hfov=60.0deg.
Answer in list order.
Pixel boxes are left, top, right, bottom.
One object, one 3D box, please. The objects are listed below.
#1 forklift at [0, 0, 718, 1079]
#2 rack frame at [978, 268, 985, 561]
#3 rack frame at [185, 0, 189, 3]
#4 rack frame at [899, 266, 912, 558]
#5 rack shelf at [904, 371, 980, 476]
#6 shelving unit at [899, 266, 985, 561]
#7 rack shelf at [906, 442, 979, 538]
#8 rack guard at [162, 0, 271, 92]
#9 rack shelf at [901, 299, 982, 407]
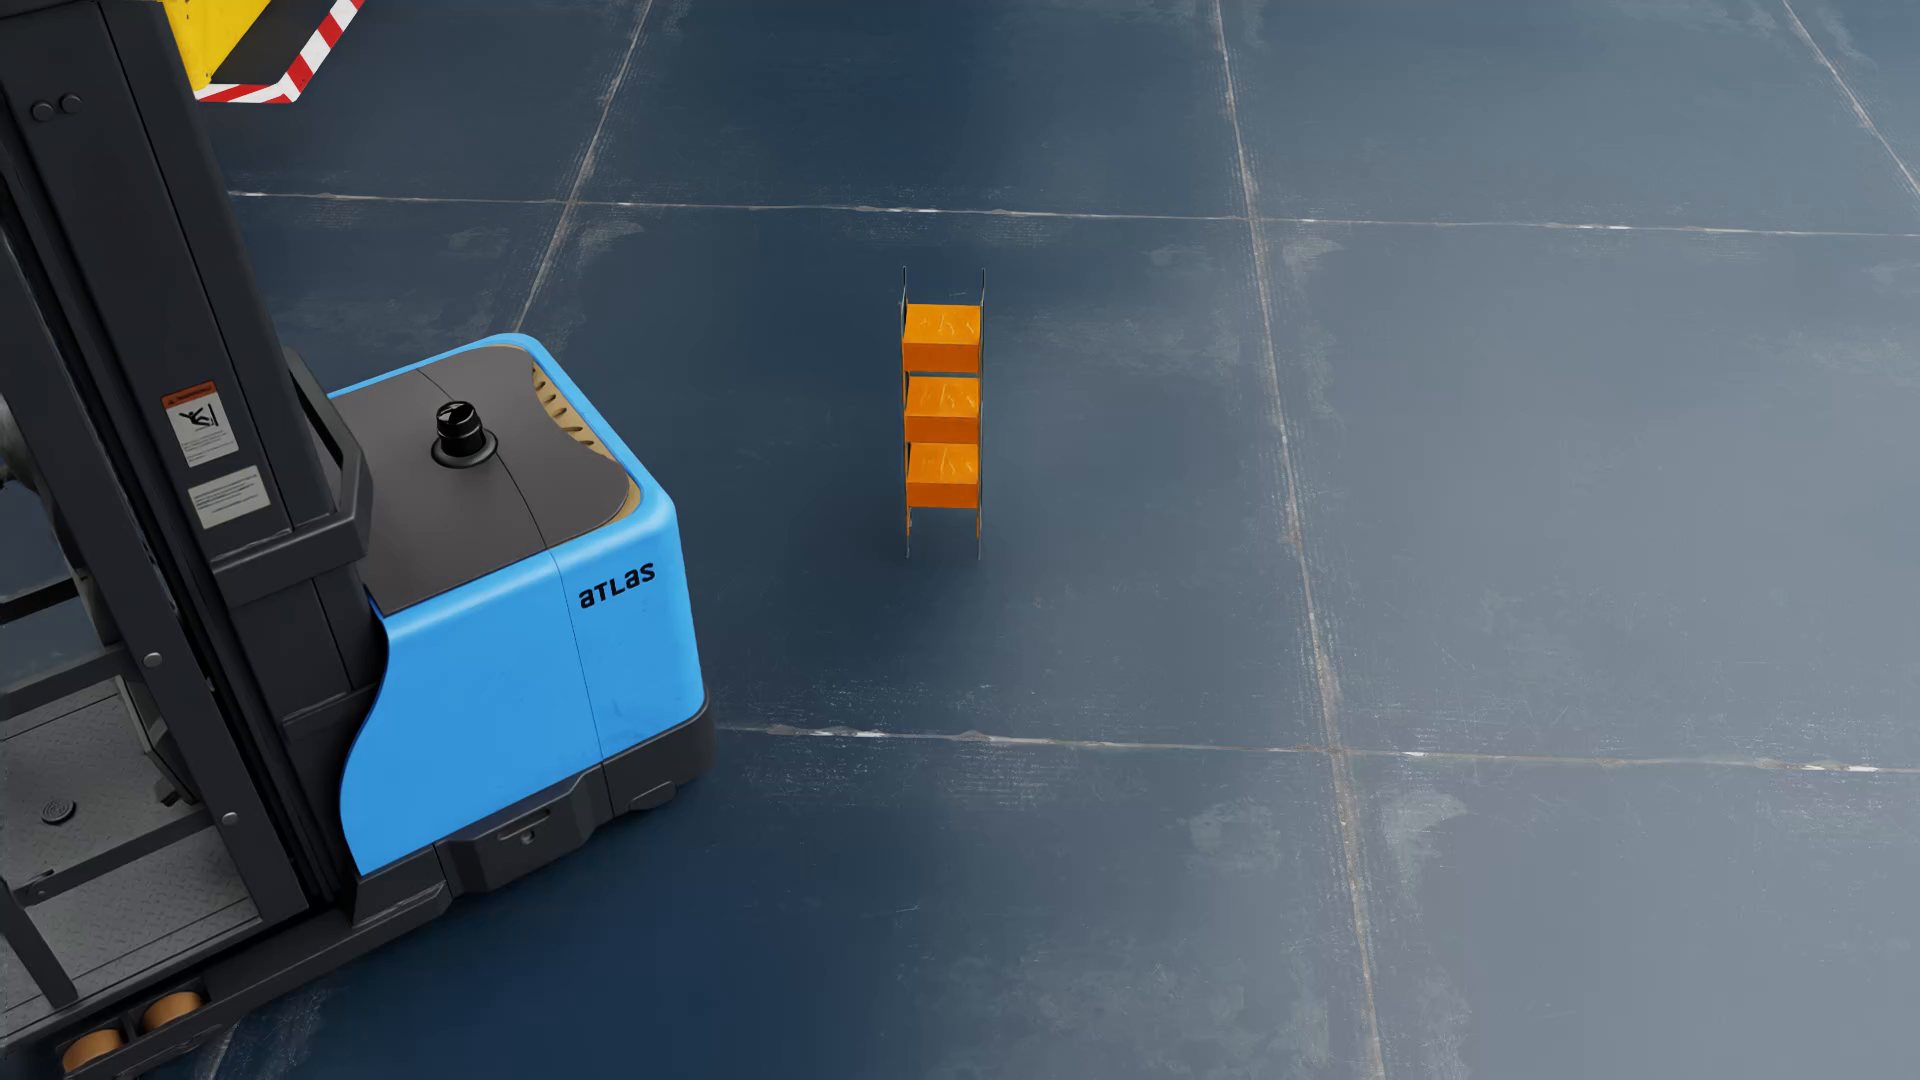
[{"bbox_3d":[-2.229,-0.078,3.683,3.031,2.935,1.130,-25,48,-24],"label":"forklift"},{"bbox_3d":[0.068,-0.382,5.390,0.008,1.050,0.200,2,43,2],"label":"rack frame"},{"bbox_3d":[-3.858,-3.679,7.499,0.127,3.000,1.000,2,43,2],"label":"rack frame"},{"bbox_3d":[-0.175,-0.390,5.398,0.008,1.050,0.200,2,43,2],"label":"rack frame"},{"bbox_3d":[-0.053,-0.378,5.401,0.240,0.259,0.215,2,43,2],"label":"rack shelf"},{"bbox_3d":[-0.053,-0.386,5.394,0.252,1.050,0.215,2,43,2],"label":"shelving unit"},{"bbox_3d":[-0.053,-0.175,5.591,0.240,0.259,0.215,2,43,2],"label":"rack shelf"},{"bbox_3d":[-3.834,-2.764,8.350,0.348,0.500,1.175,2,43,2],"label":"rack guard"},{"bbox_3d":[-0.053,-0.586,5.208,0.240,0.259,0.215,2,43,2],"label":"rack shelf"}]
